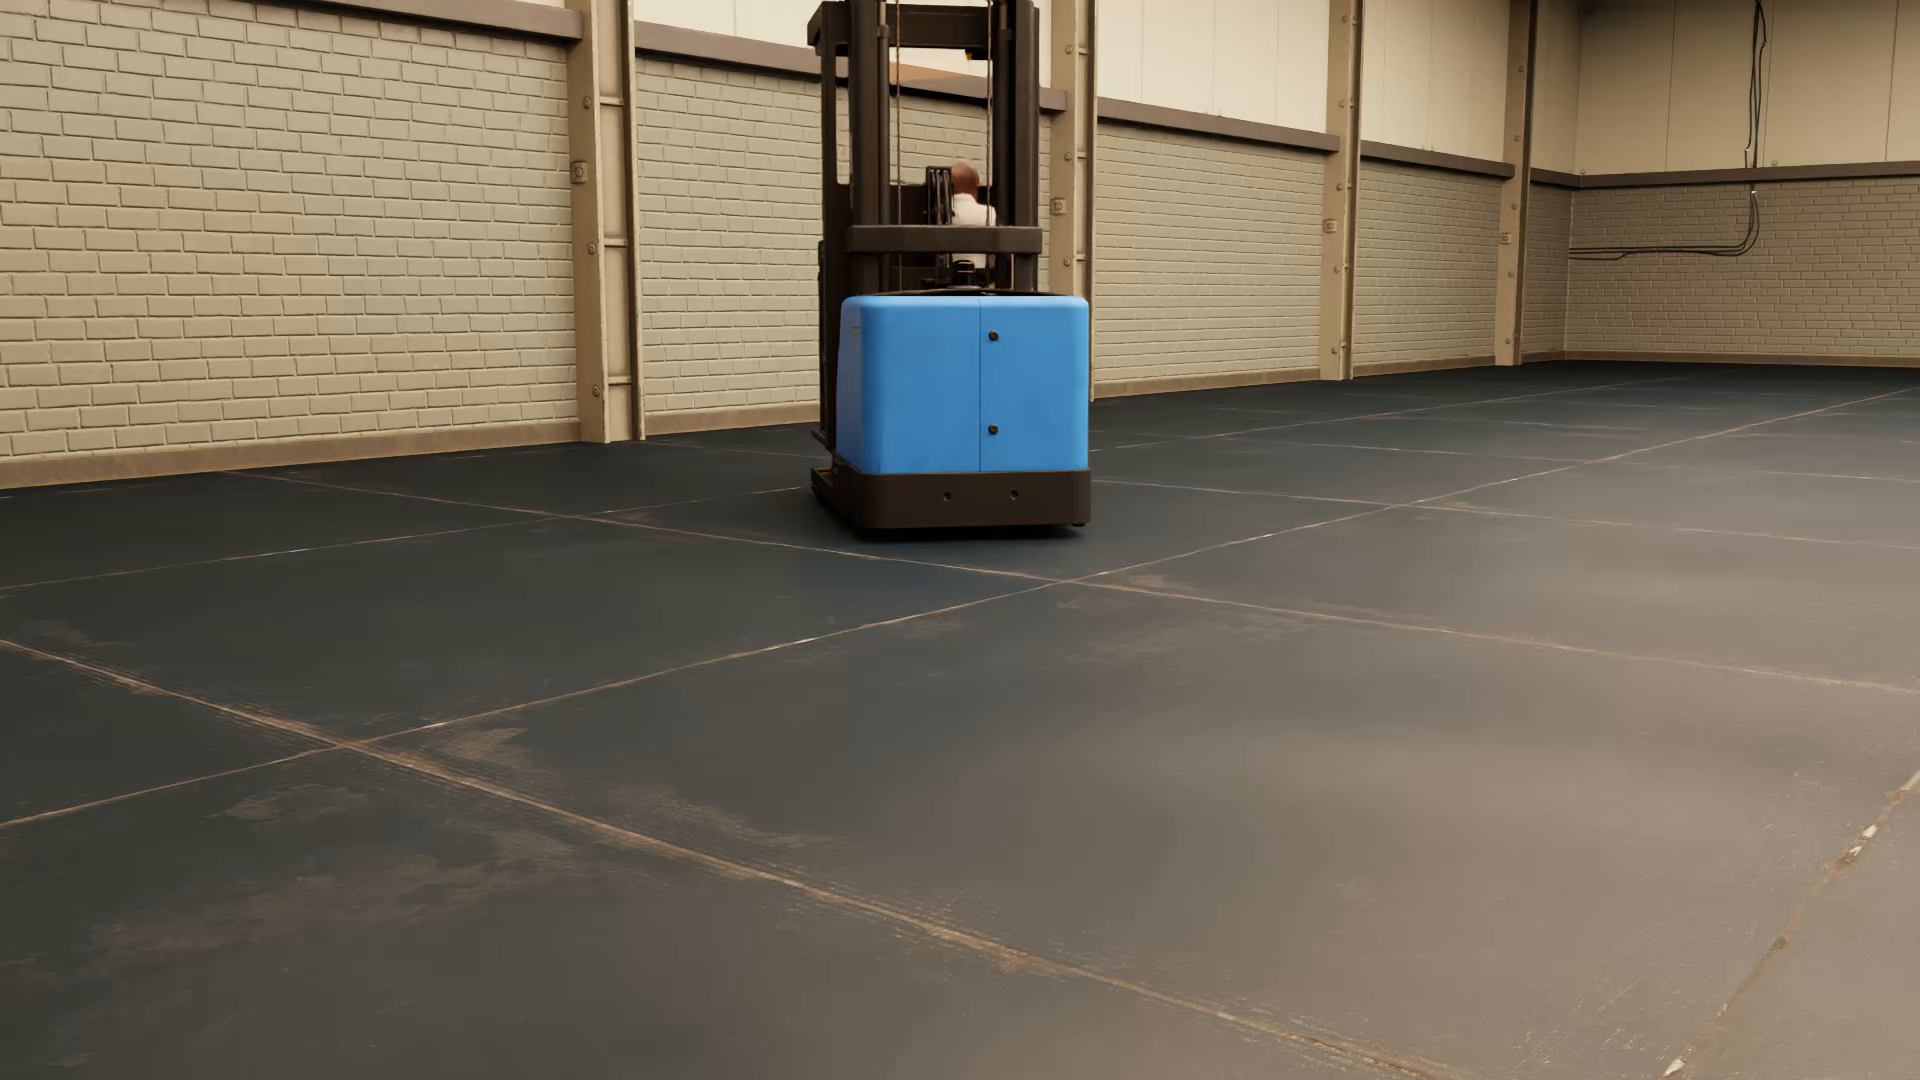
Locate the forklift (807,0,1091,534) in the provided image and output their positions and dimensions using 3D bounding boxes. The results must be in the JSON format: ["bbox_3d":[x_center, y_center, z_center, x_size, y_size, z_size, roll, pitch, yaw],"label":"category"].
[{"bbox_3d":[-0.193,-1.654,8.585,1.130,2.935,3.031,-2,8,-11],"label":"forklift"}]

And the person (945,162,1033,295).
[{"bbox_3d":[0.147,-1.042,8.516,0.855,1.635,1.074,5,10,32],"label":"person"}]
